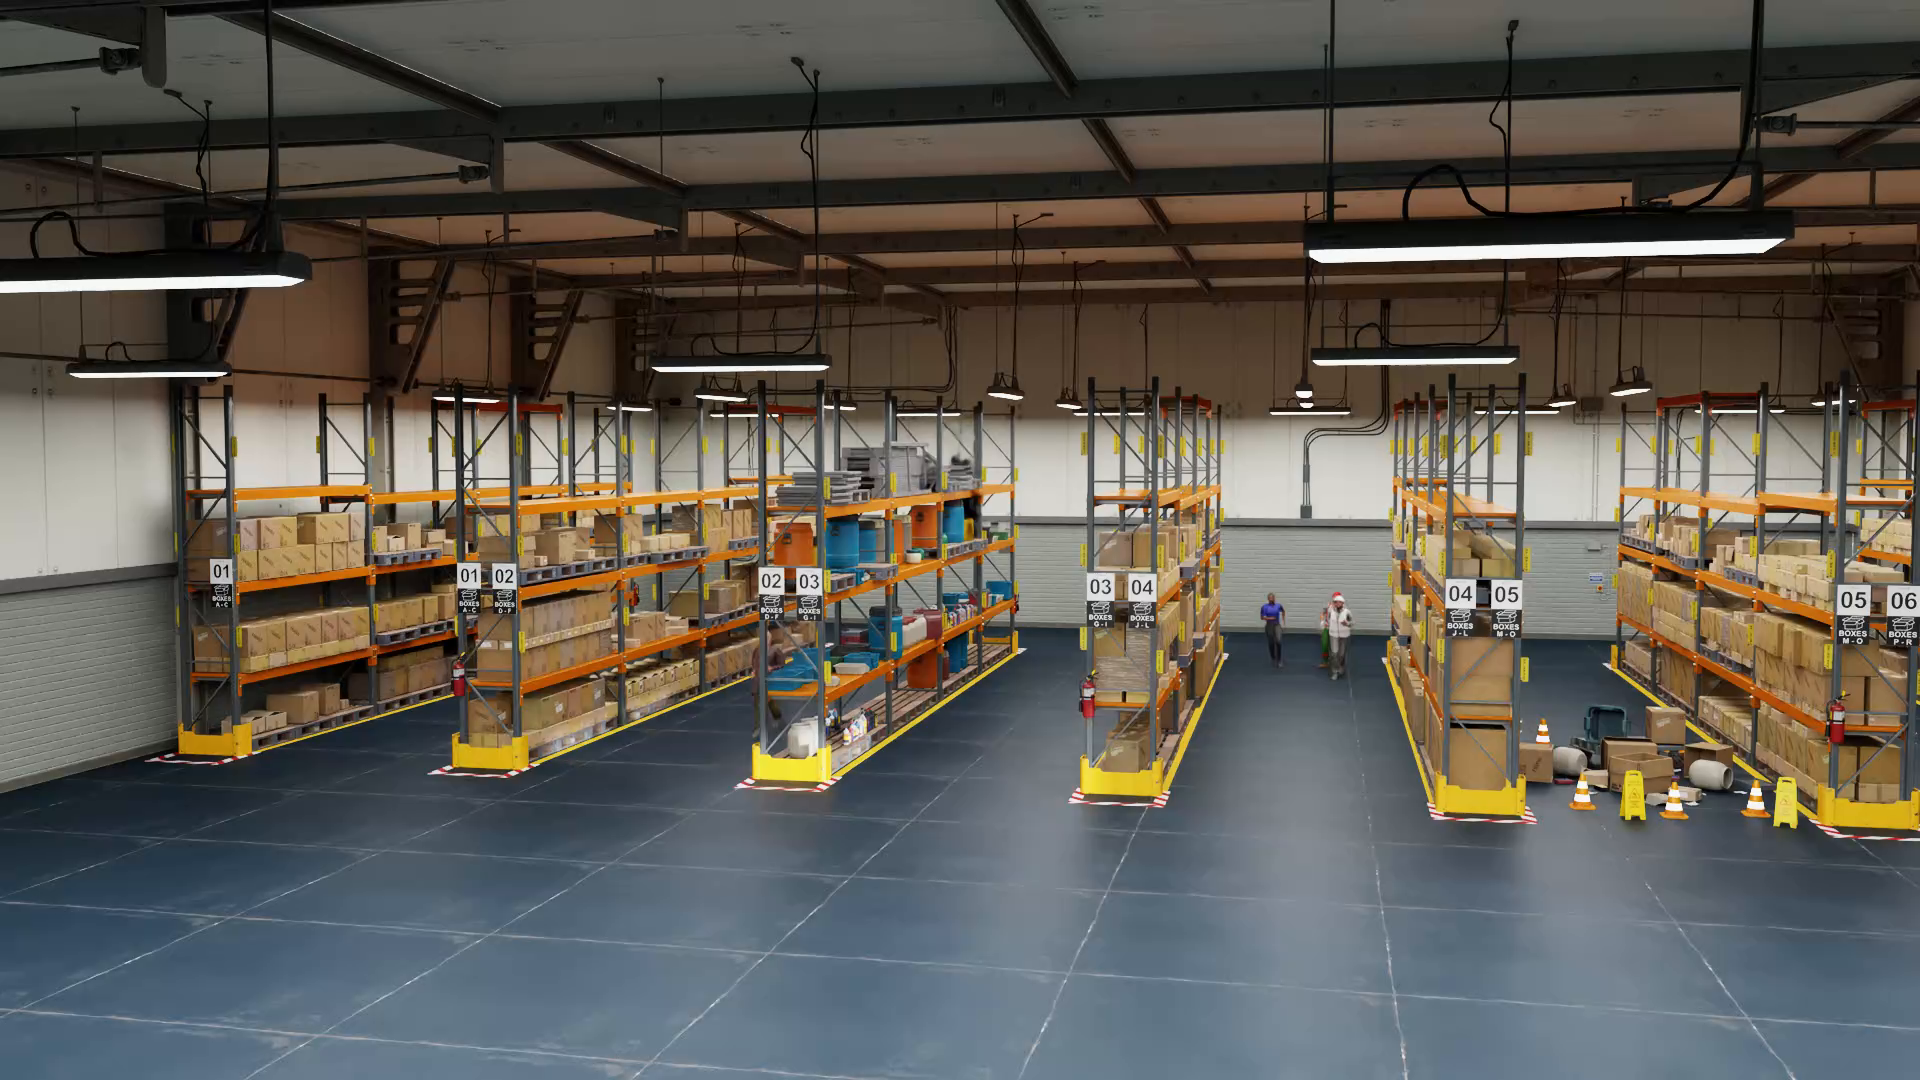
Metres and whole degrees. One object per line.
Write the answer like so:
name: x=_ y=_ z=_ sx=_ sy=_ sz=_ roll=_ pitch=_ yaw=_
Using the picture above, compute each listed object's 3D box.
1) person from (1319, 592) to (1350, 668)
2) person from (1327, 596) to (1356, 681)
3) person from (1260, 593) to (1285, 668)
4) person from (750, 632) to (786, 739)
person: x=8.501 y=2.029 z=37.727 sx=0.732 sy=1.728 sz=0.727 roll=2 pitch=4 yaw=28
person: x=8.240 y=2.104 z=35.978 sx=0.636 sy=1.817 sz=0.850 roll=1 pitch=3 yaw=18
person: x=7.152 y=2.057 z=38.065 sx=0.558 sy=1.701 sz=0.715 roll=1 pitch=3 yaw=10
person: x=-3.353 y=2.490 z=28.866 sx=0.707 sy=1.794 sz=1.049 roll=1 pitch=3 yaw=14
